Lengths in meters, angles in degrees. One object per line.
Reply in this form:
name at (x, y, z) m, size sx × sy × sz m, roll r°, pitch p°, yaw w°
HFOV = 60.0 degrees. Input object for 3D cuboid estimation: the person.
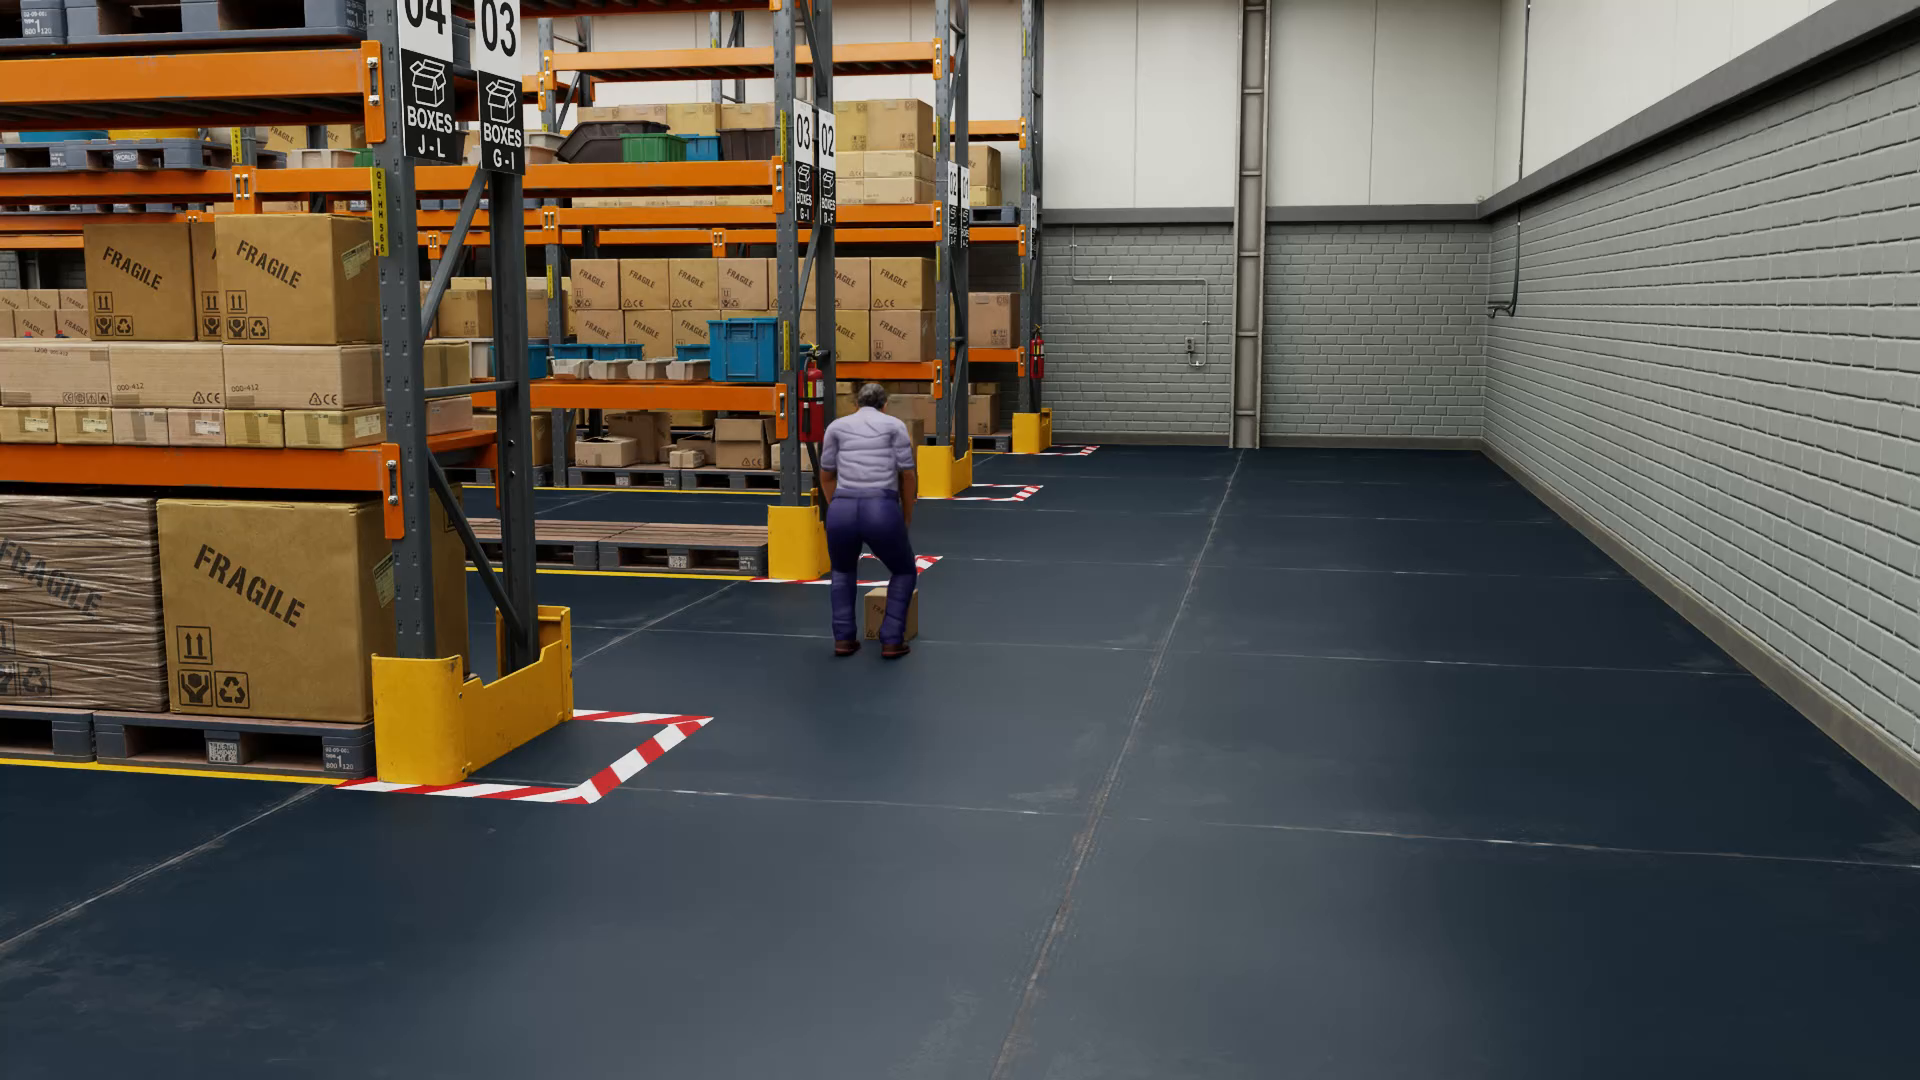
person at (-0.510, -0.104, 8.871) m, size 0.530 × 1.446 × 0.595 m, roll 2°, pitch 8°, yaw 12°
